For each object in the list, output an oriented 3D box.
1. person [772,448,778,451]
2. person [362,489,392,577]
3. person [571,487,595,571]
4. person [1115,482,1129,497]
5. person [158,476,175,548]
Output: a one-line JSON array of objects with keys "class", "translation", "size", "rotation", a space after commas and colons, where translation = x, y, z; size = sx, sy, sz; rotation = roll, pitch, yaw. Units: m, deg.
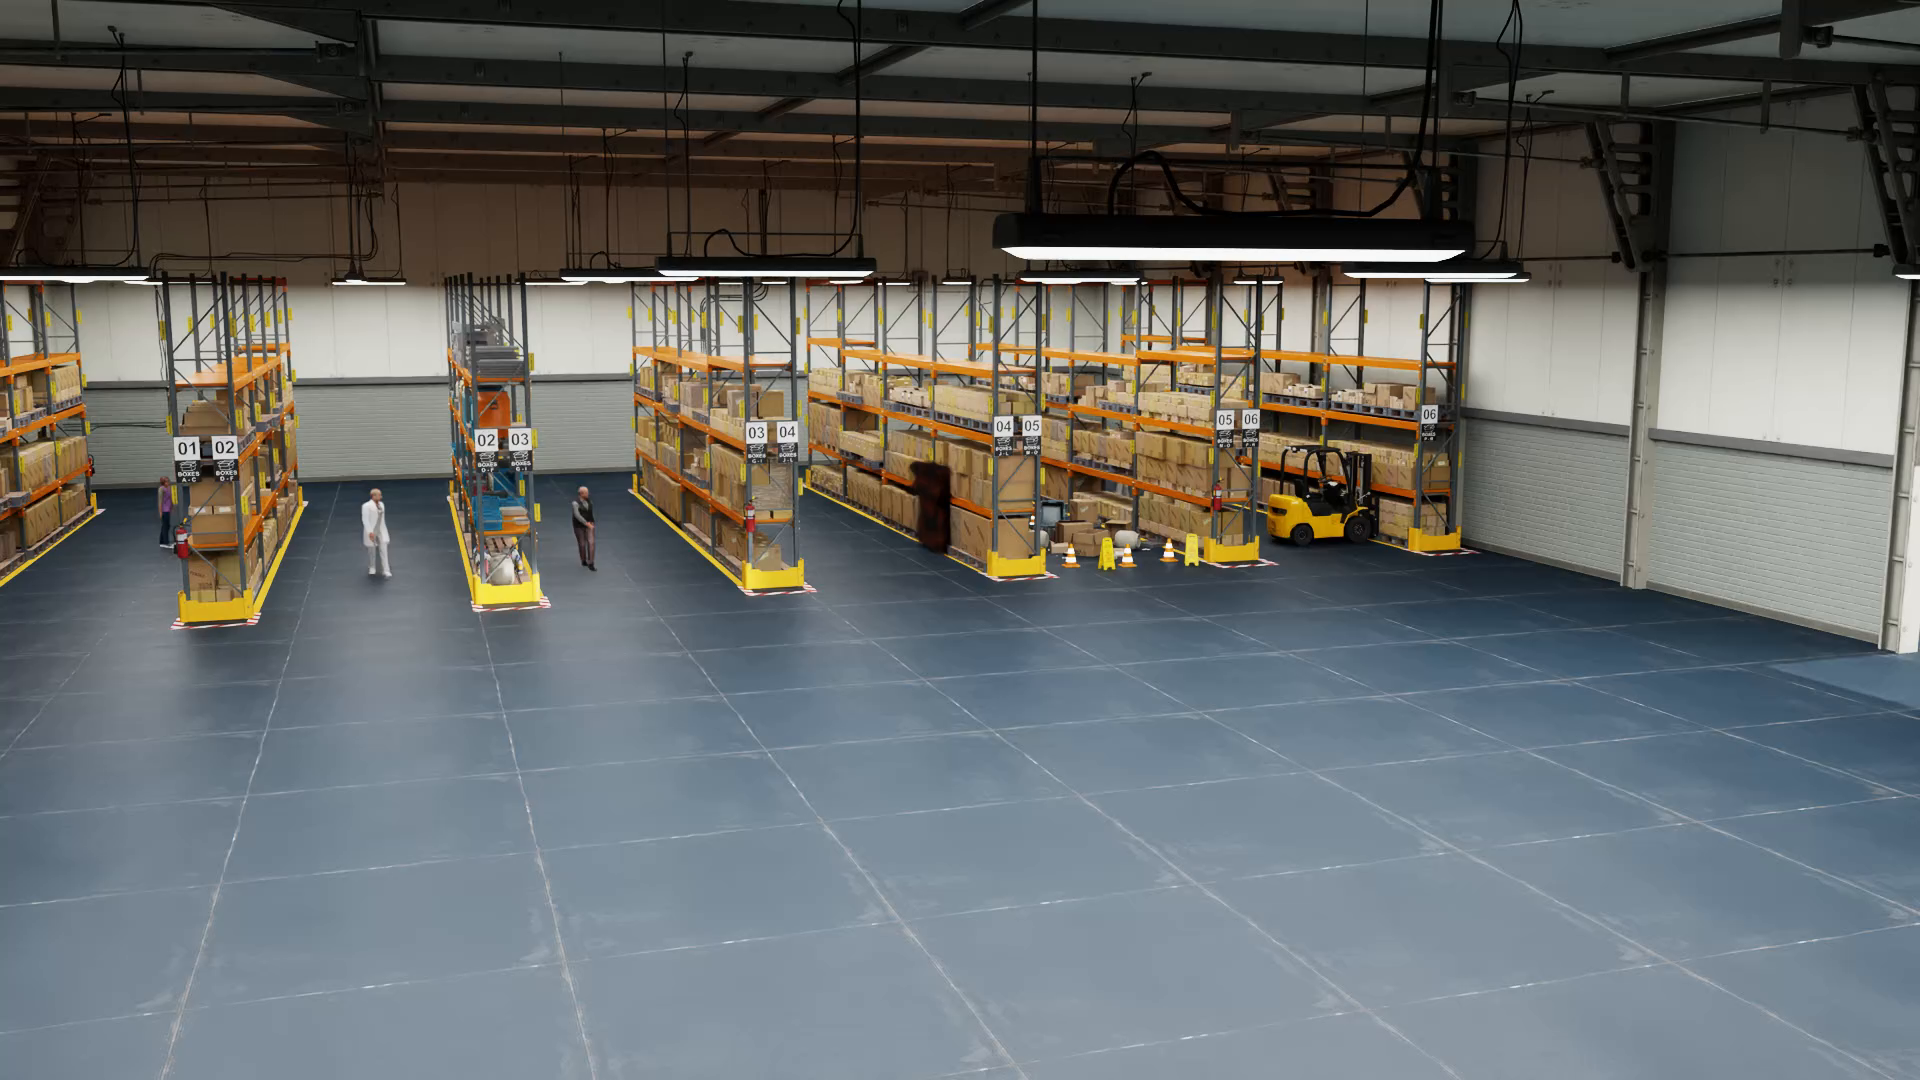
[{"class": "person", "translation": [-5.555, -2.492, 48.737], "size": [0.607, 1.765, 0.843], "rotation": [6, 10, 33]}, {"class": "person", "translation": [-11.629, -0.146, 33.100], "size": [0.511, 1.720, 1.091], "rotation": [-4, 10, -27]}, {"class": "person", "translation": [-7.705, -0.255, 34.033], "size": [0.461, 1.684, 0.900], "rotation": [-3, 9, -17]}, {"class": "person", "translation": [4.299, -1.877, 45.009], "size": [0.611, 1.662, 0.499], "rotation": [-1, 9, -9]}, {"class": "person", "translation": [-17.642, -0.631, 36.970], "size": [0.372, 1.608, 0.420], "rotation": [-3, 9, -17]}]
